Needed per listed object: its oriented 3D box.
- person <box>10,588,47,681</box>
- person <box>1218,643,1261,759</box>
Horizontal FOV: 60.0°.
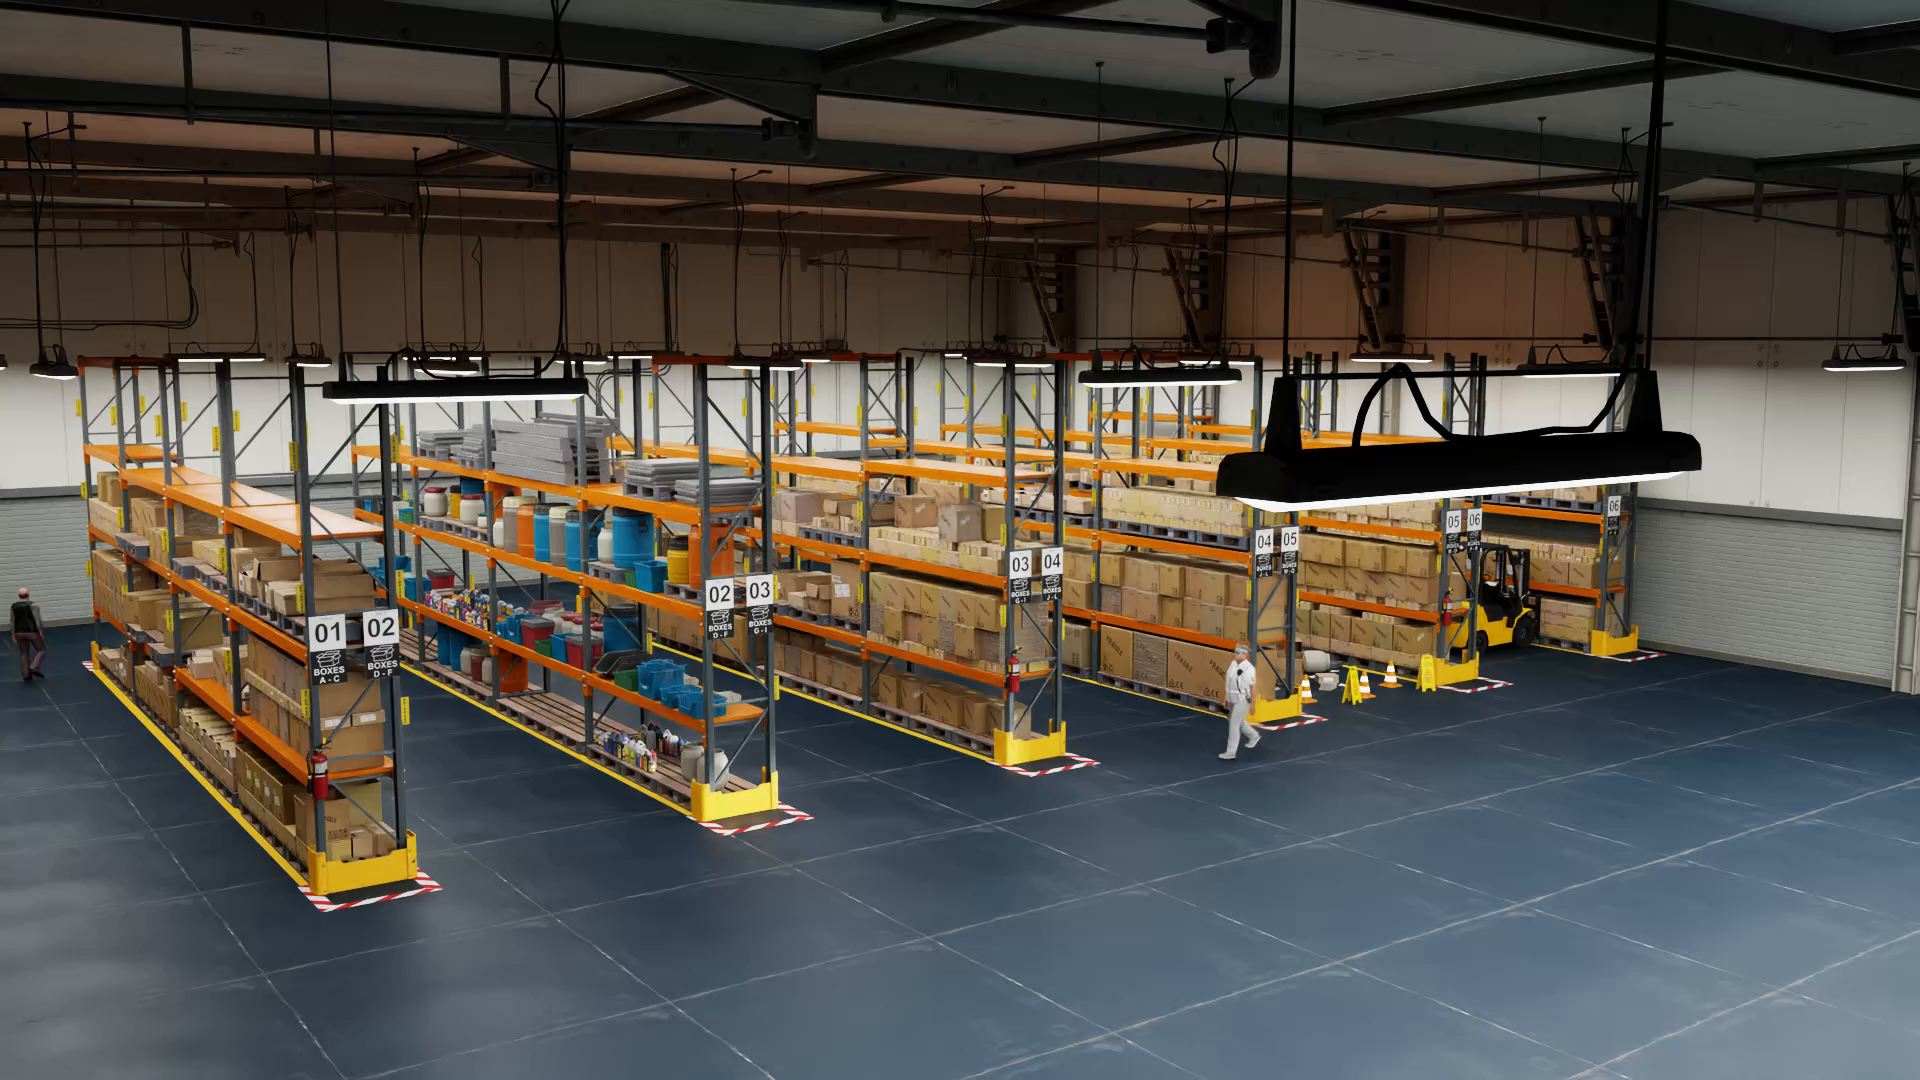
[{"bbox_3d":[-17.285,1.750,30.800,0.567,1.724,0.479,0,7,-2],"label":"person"},{"bbox_3d":[4.269,2.410,25.205,1.019,1.733,0.538,-5,8,-34],"label":"person"}]
